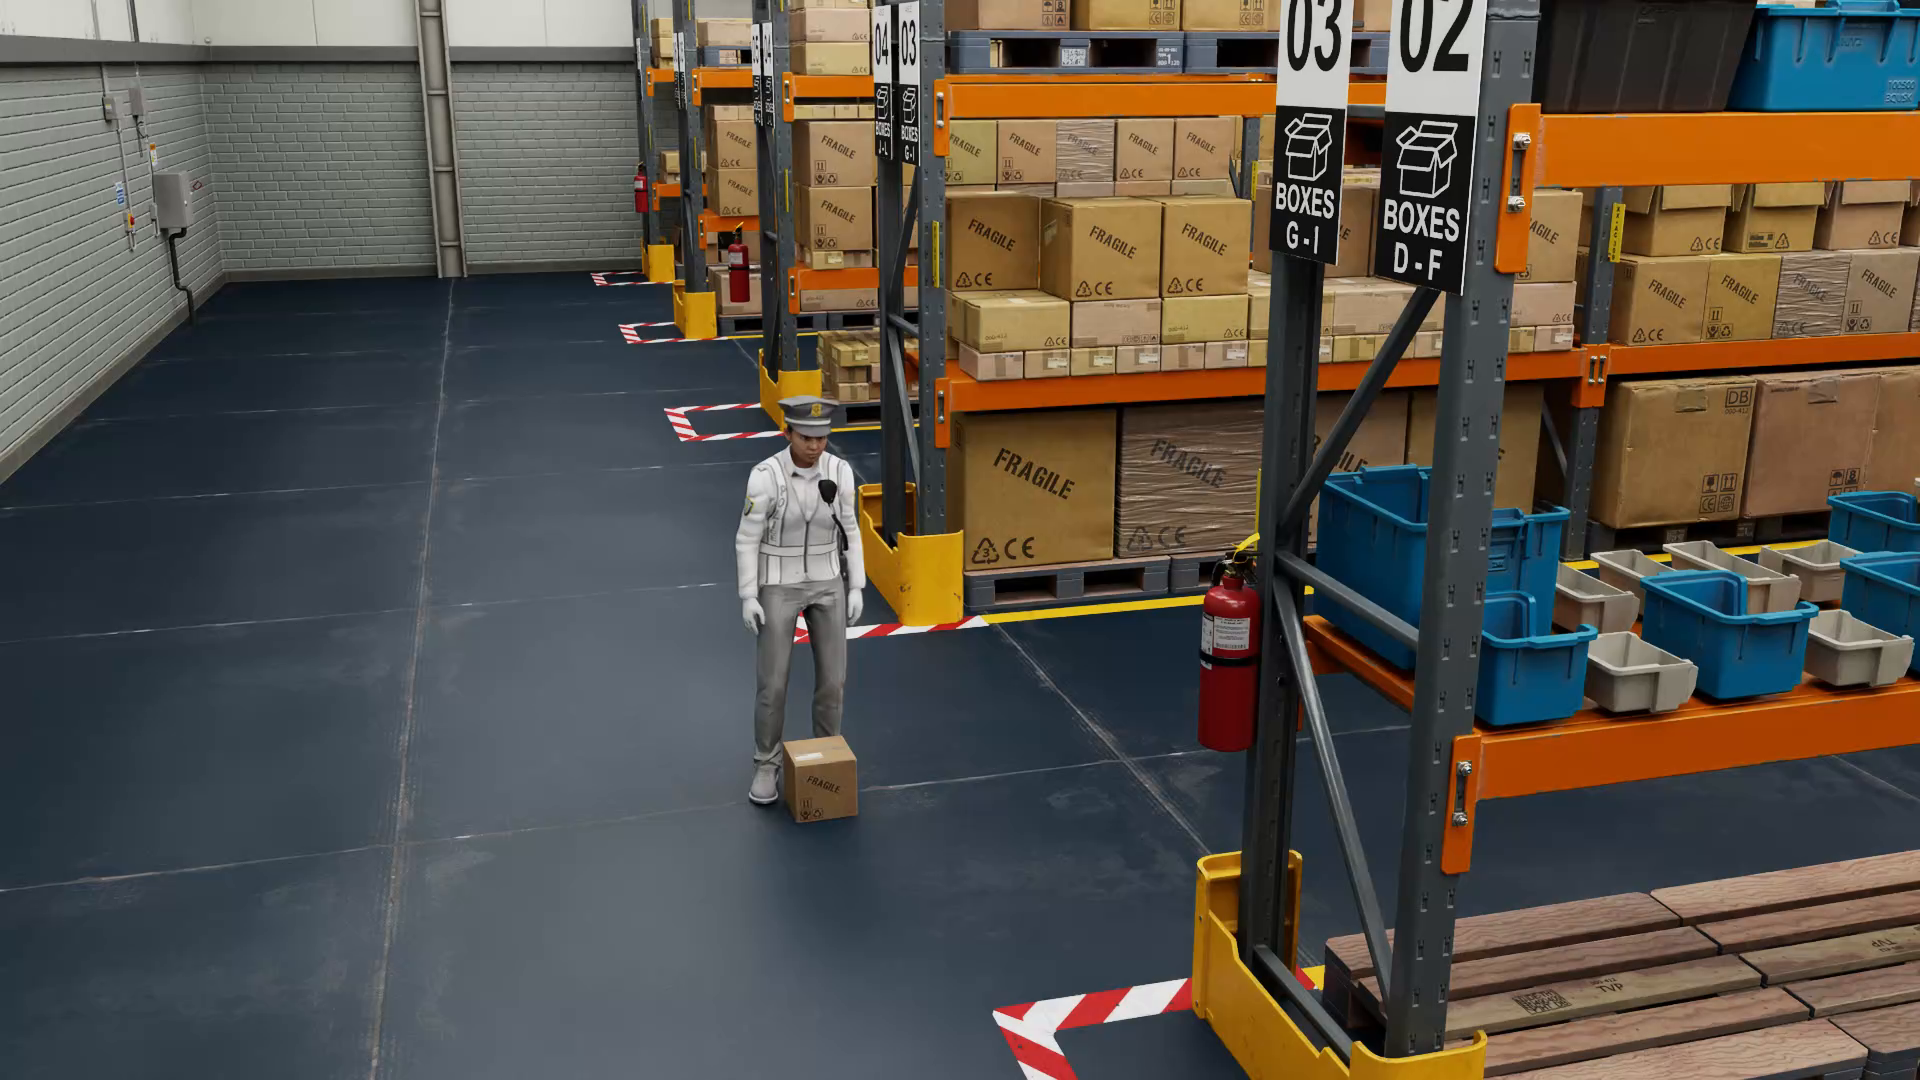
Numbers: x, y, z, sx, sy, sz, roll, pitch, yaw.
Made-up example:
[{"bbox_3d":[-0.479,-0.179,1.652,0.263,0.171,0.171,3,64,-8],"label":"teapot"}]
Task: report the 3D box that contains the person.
[{"bbox_3d":[-0.638,0.223,6.754,0.535,1.662,0.374,-5,17,-18],"label":"person"}]
